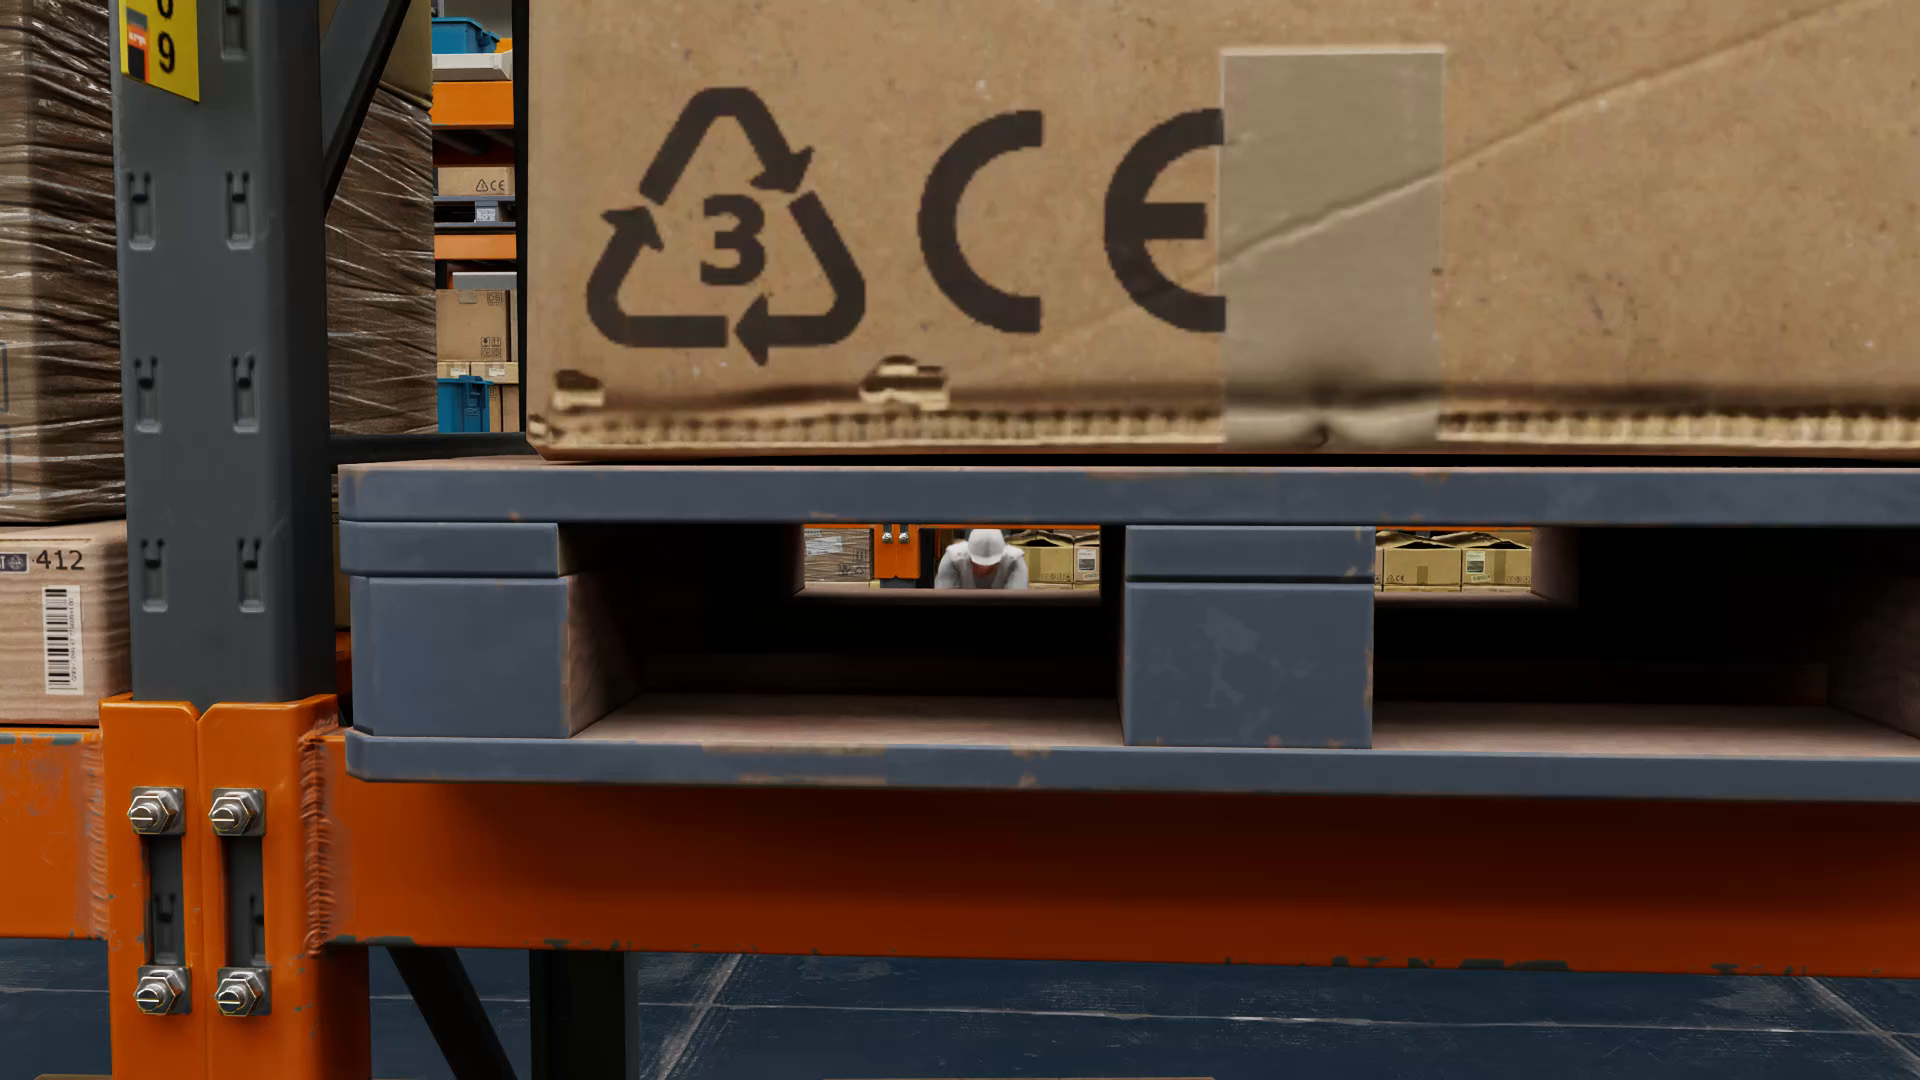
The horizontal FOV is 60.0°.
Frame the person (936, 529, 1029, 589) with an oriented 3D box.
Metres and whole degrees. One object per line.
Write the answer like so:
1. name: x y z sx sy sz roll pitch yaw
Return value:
1. person: 0.113 0.381 9.395 0.547 1.002 0.882 0 4 2
